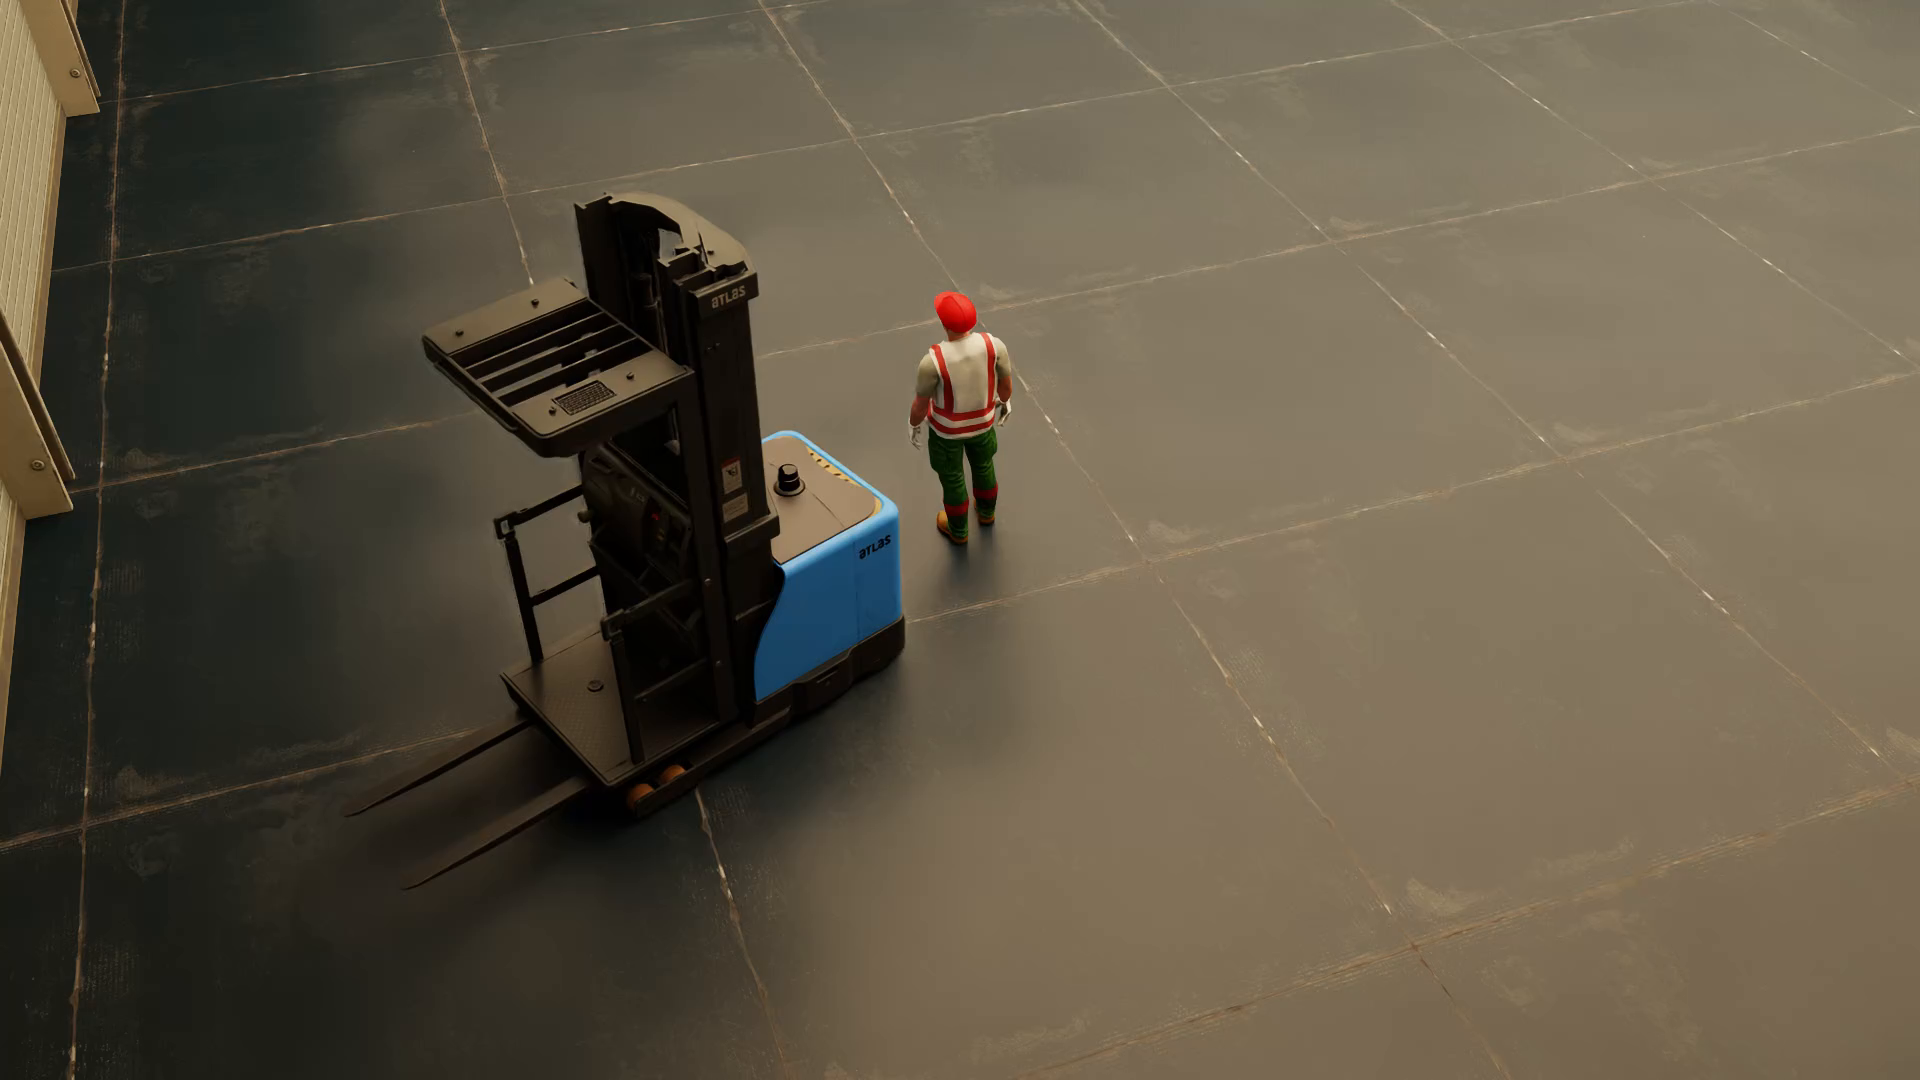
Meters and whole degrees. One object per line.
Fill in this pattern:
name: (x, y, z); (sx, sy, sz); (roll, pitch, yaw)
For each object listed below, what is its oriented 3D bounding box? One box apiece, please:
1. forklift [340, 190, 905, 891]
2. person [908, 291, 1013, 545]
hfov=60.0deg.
forklift: (-1.750, -0.083, 8.096); (3.031, 2.935, 1.130); (-30, 48, -30)
person: (-0.018, -0.742, 9.757); (0.638, 1.790, 0.561); (-13, 42, -15)
